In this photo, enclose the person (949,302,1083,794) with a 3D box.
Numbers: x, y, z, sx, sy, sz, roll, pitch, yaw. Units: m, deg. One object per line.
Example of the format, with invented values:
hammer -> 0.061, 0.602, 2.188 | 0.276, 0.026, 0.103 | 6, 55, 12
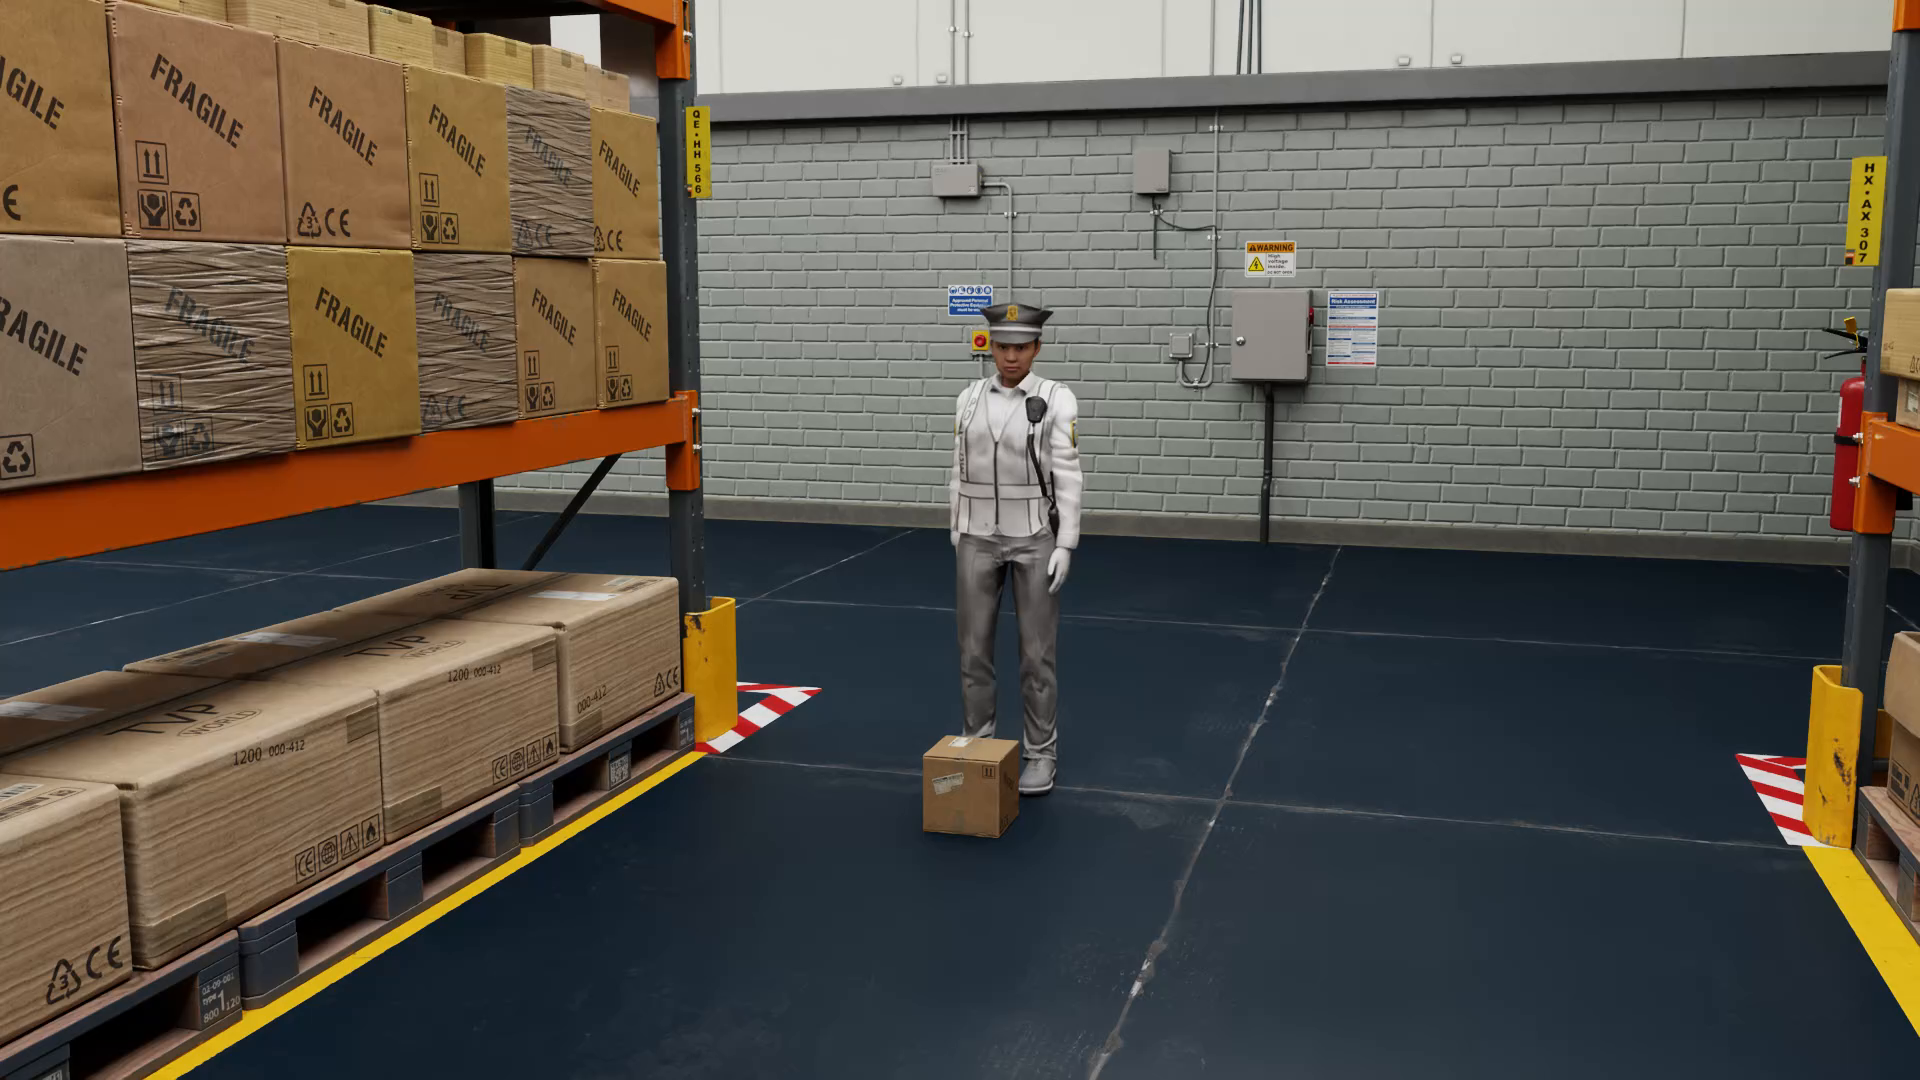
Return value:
person -> 0.179, 0.028, 5.663 | 0.469, 1.663, 0.329 | 3, 9, 17
